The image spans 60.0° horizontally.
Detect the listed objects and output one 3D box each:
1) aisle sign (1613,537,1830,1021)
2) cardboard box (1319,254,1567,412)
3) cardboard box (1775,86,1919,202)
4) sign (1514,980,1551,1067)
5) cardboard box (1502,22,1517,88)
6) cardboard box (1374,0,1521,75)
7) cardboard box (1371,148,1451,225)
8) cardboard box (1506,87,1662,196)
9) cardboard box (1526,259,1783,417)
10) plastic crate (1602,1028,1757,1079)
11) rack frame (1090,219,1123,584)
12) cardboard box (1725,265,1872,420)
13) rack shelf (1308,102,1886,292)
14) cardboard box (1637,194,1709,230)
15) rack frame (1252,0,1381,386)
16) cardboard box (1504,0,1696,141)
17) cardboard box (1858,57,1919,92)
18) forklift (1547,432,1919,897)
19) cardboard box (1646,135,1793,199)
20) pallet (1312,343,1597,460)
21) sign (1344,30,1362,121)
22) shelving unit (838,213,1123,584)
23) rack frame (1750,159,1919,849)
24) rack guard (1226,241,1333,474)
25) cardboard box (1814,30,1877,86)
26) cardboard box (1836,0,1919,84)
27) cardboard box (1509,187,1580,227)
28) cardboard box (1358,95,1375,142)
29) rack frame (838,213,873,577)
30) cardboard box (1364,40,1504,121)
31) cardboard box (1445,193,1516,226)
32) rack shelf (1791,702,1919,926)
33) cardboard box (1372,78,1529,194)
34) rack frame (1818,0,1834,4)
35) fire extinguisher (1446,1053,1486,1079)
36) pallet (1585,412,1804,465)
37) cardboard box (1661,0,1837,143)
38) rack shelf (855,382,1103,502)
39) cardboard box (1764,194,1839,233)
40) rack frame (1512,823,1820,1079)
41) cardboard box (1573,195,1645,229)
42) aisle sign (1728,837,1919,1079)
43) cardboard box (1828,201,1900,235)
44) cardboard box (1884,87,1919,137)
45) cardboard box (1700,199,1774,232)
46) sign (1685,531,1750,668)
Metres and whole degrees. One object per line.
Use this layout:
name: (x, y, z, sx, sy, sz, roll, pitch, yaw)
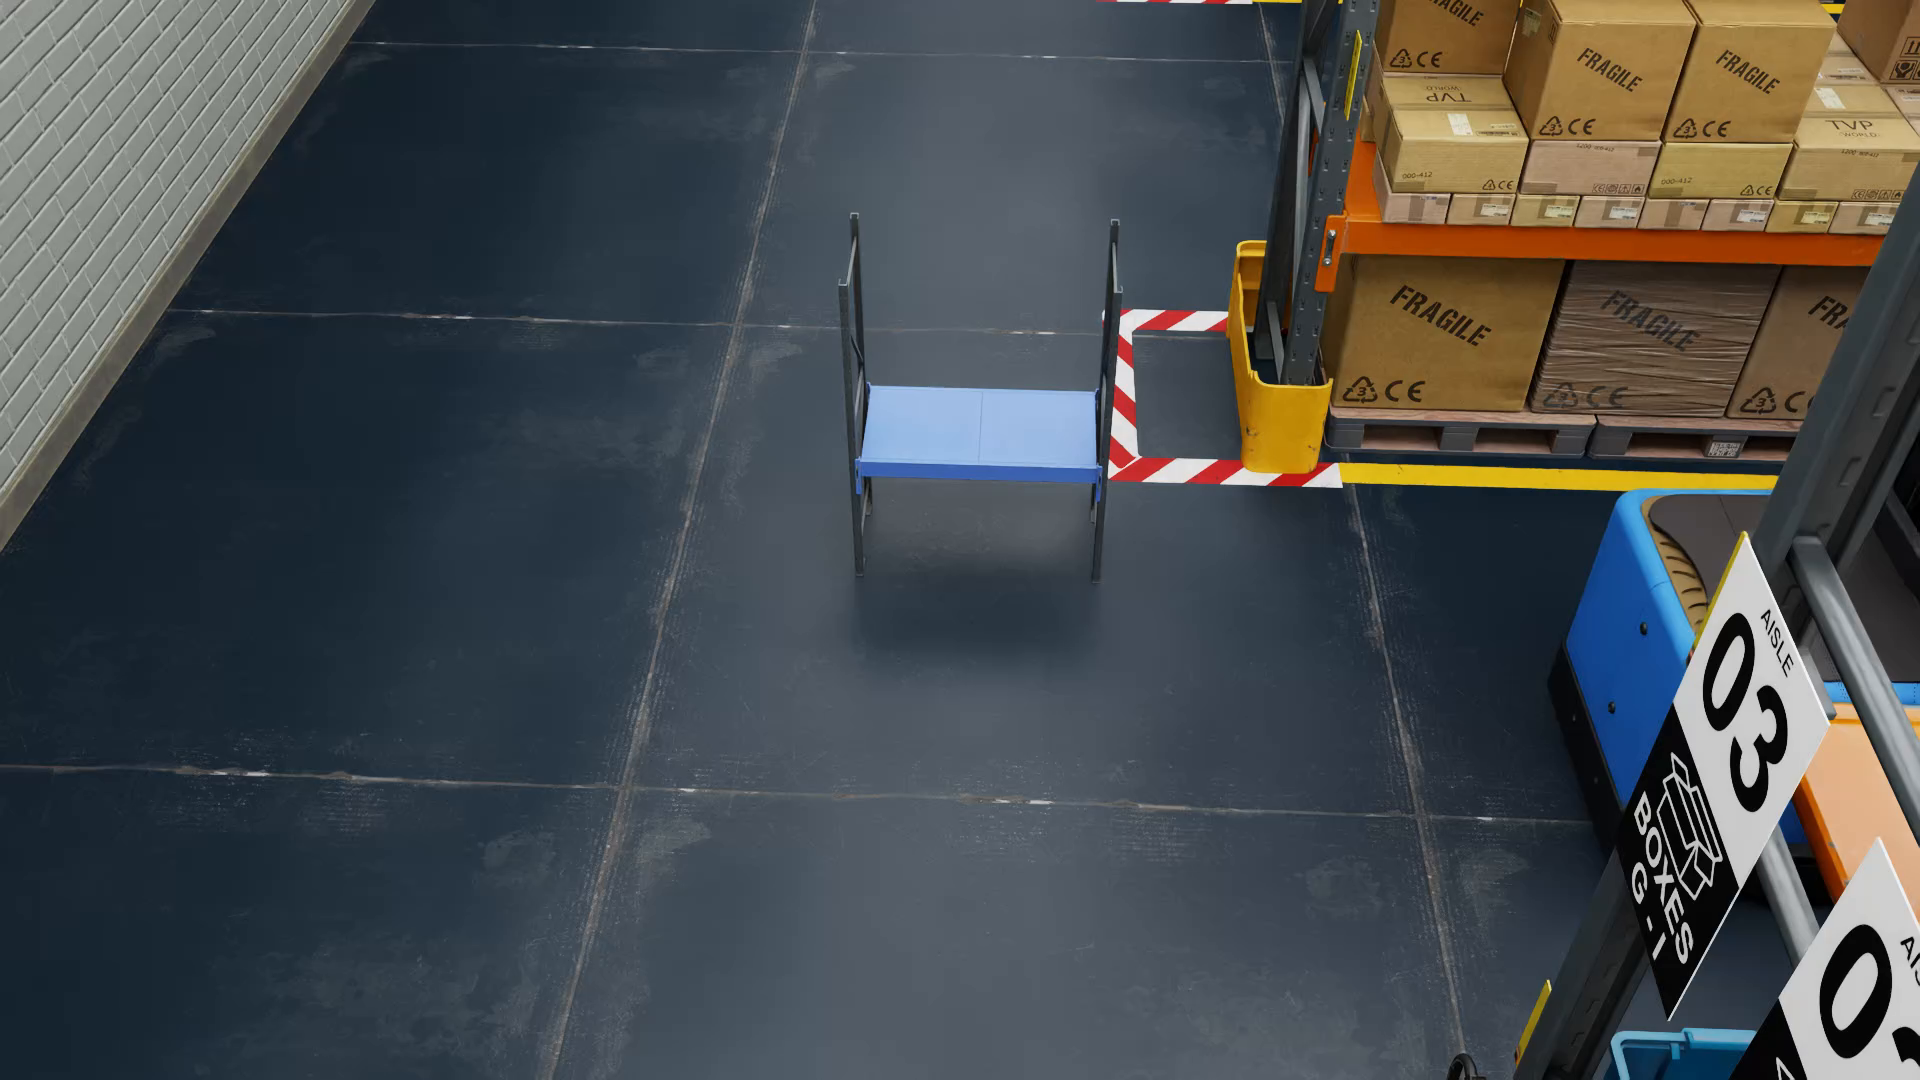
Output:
aisle sign: (1.246, 0.418, 2.779, 0.004, 0.787, 0.394, 2, 43, 2)
cardboard box: (2.171, -1.213, 7.688, 0.875, 0.875, 0.875, 2, 43, 2)
cardboard box: (3.538, -1.616, 6.761, 0.500, 0.250, 0.500, 1, 43, 1)
sign: (1.313, 1.136, 3.796, 0.005, 0.325, 0.100, 2, 43, 2)
cardboard box: (2.531, -2.006, 7.180, 0.500, 0.250, 0.500, 1, 43, 1)
cardboard box: (2.026, -2.294, 6.939, 0.500, 0.500, 0.500, 2, 43, 2)
cardboard box: (1.868, -1.475, 6.902, 0.250, 0.149, 0.380, 2, 43, 2)
cardboard box: (2.515, -1.646, 6.793, 0.500, 0.250, 0.500, 1, 43, 1)
cardboard box: (3.080, -1.185, 7.658, 0.875, 0.875, 0.875, 2, 43, 2)
plastic crate: (1.648, 1.419, 3.542, 0.499, 0.435, 0.616, 2, 43, 2)
rack frame: (0.593, -0.531, 6.805, 0.032, 1.500, 0.500, 2, 43, 2)
cardboard box: (3.969, -1.158, 7.628, 0.875, 0.875, 0.875, 2, 43, 2)
rack shelf: (3.526, -1.477, 7.248, 4.000, 0.370, 1.077, 2, 43, 2)
cardboard box: (2.894, -1.444, 6.869, 0.250, 0.149, 0.380, 1, 43, 1)
rack frame: (1.528, -1.802, 7.069, 0.127, 3.000, 1.000, 2, 43, 2)
cardboard box: (2.495, -1.916, 6.534, 0.500, 0.500, 0.500, 1, 43, 1)
cardboard box: (4.052, -1.957, 7.127, 0.500, 0.250, 0.500, 3, 43, 3)
forklift: (3.844, -0.136, 5.331, 3.031, 2.935, 1.130, 0, 43, 0)
cardboard box: (3.017, -1.628, 6.774, 0.500, 0.250, 0.500, 0, 43, 0)
pallet: (2.330, -0.810, 8.051, 1.213, 0.211, 1.003, 2, 43, 2)
sign: (1.497, -1.770, 6.342, 0.005, 0.325, 0.100, 2, 43, 2)
shelving unit: (0.085, -0.546, 6.821, 1.048, 1.500, 0.538, 2, 43, 2)
rack frame: (1.305, -0.624, 1.404, 0.127, 3.000, 1.000, 2, 43, 2)
rack guard: (1.504, -0.888, 7.922, 0.348, 0.500, 1.175, 2, 43, 2)
cardboard box: (3.560, -1.977, 7.149, 0.500, 0.250, 0.500, 2, 43, 2)
cardboard box: (4.045, -2.230, 6.870, 0.500, 0.500, 0.500, 1, 43, 1)
cardboard box: (2.380, -1.460, 6.886, 0.250, 0.149, 0.380, 1, 43, 1)
cardboard box: (1.899, -1.923, 7.384, 0.250, 0.149, 0.380, 3, 43, 3)
rack frame: (-0.423, -0.562, 6.838, 0.032, 1.500, 0.500, 2, 43, 2)
cardboard box: (2.024, -2.022, 7.197, 0.500, 0.250, 0.500, 1, 43, 1)
cardboard box: (2.124, -1.468, 6.894, 0.250, 0.149, 0.380, 1, 43, 1)
rack shelf: (3.303, 0.798, 2.606, 4.000, 0.370, 1.077, 2, 43, 2)
cardboard box: (1.995, -1.657, 6.806, 0.500, 0.250, 0.500, 1, 43, 1)
rack frame: (5.848, -5.054, 10.560, 0.127, 3.000, 1.000, 2, 43, 2)
fire extinguisher: (1.175, 1.421, 3.939, 0.183, 0.674, 0.296, 2, 43, 2)
pallet: (3.546, -0.771, 8.008, 1.213, 0.211, 1.003, 2, 43, 2)
cardboard box: (3.013, -1.905, 6.521, 0.500, 0.500, 0.500, 1, 43, 1)
rack shelf: (0.085, -0.415, 6.944, 1.000, 0.185, 0.538, 2, 43, 2)
cardboard box: (3.404, -1.428, 6.852, 0.250, 0.149, 0.380, 1, 43, 1)
rack frame: (1.305, 1.571, 3.449, 0.127, 3.000, 1.000, 2, 43, 2)
cardboard box: (2.640, -1.453, 6.879, 0.250, 0.149, 0.380, 1, 43, 1)
aisle sign: (1.220, 0.819, 2.348, 0.004, 0.787, 0.394, 2, 43, 2)
cardboard box: (3.666, -1.421, 6.845, 0.250, 0.149, 0.380, 2, 43, 3)
cardboard box: (4.044, -1.598, 6.742, 0.500, 0.250, 0.500, 3, 43, 3)
cardboard box: (3.152, -1.437, 6.861, 0.250, 0.149, 0.380, 1, 43, 1)
sign: (1.313, 0.136, 2.865, 0.005, 0.325, 0.100, 2, 43, 2)
